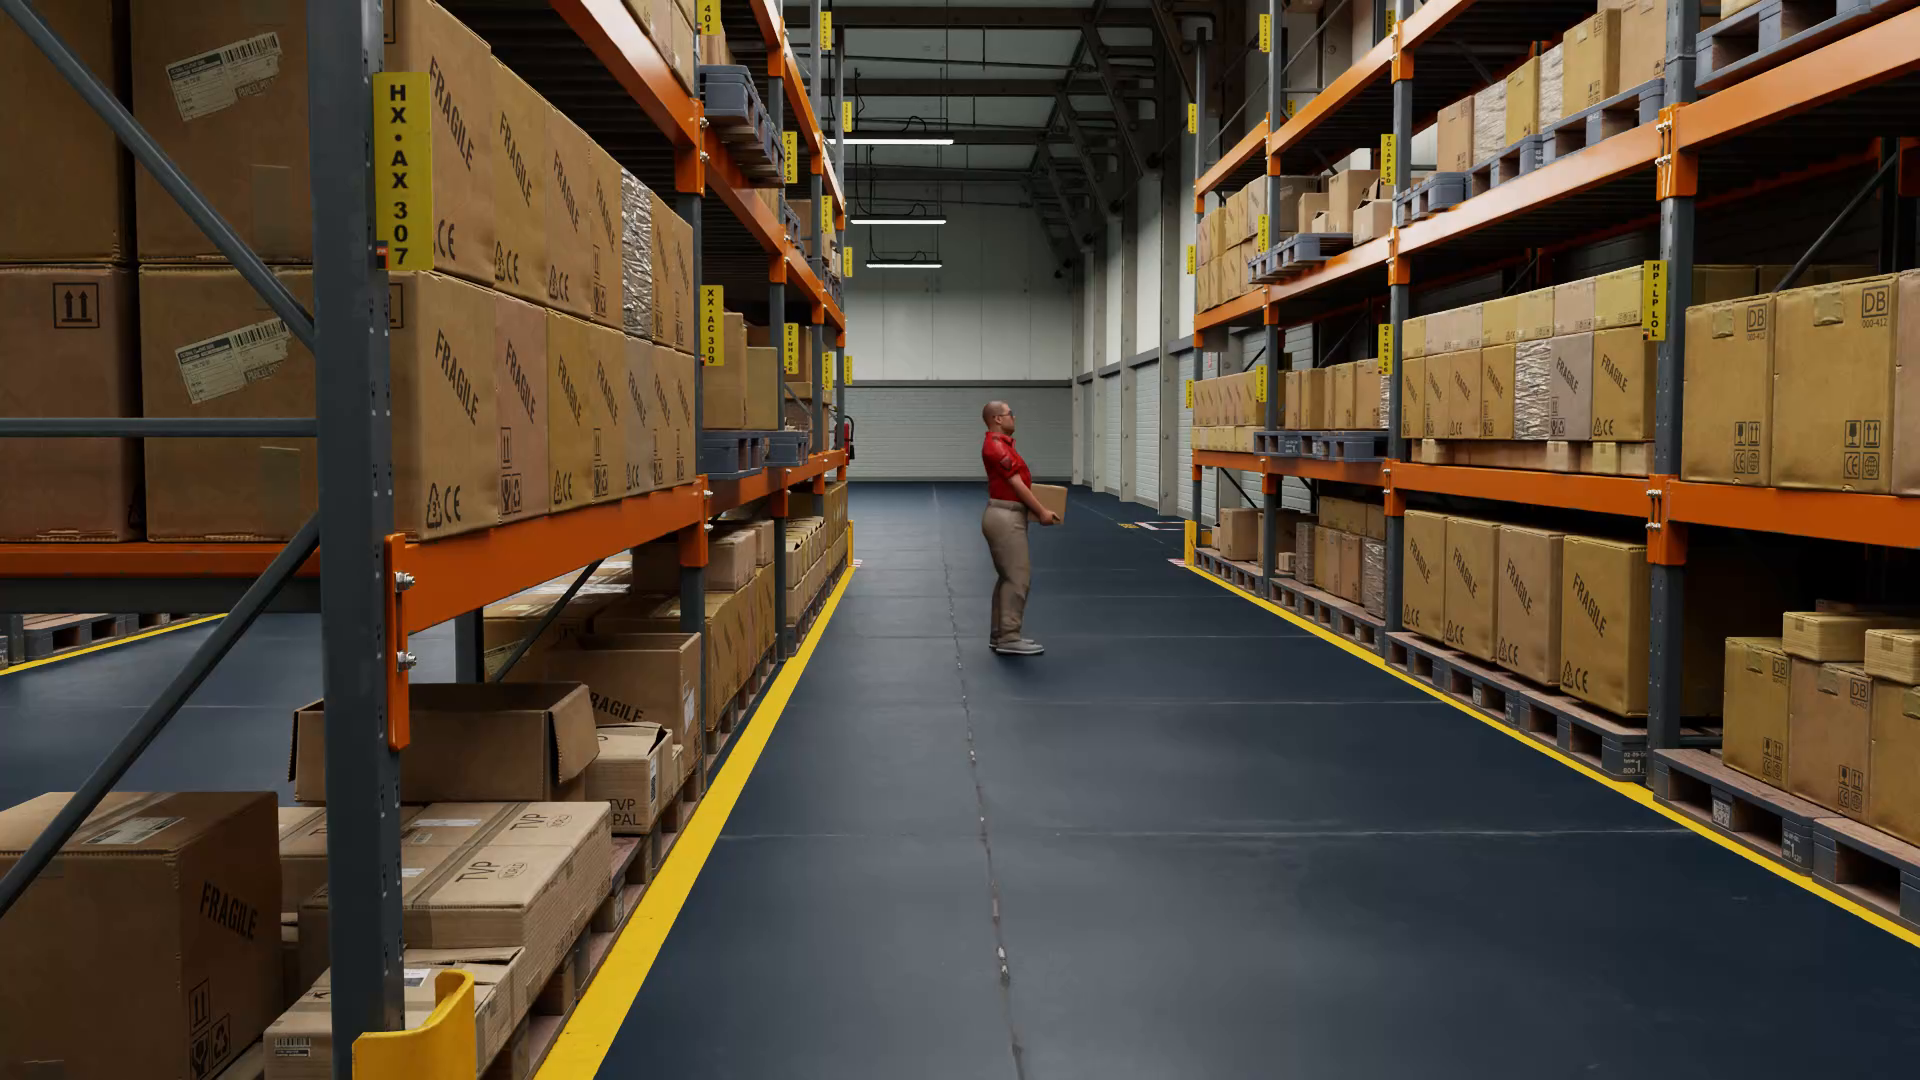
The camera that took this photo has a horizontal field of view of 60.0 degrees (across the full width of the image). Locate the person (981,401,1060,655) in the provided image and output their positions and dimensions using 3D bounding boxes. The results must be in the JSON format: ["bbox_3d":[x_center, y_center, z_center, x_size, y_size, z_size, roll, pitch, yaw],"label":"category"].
[{"bbox_3d":[0.408,-0.088,11.350,0.530,1.707,0.493,0,4,-1],"label":"person"}]
